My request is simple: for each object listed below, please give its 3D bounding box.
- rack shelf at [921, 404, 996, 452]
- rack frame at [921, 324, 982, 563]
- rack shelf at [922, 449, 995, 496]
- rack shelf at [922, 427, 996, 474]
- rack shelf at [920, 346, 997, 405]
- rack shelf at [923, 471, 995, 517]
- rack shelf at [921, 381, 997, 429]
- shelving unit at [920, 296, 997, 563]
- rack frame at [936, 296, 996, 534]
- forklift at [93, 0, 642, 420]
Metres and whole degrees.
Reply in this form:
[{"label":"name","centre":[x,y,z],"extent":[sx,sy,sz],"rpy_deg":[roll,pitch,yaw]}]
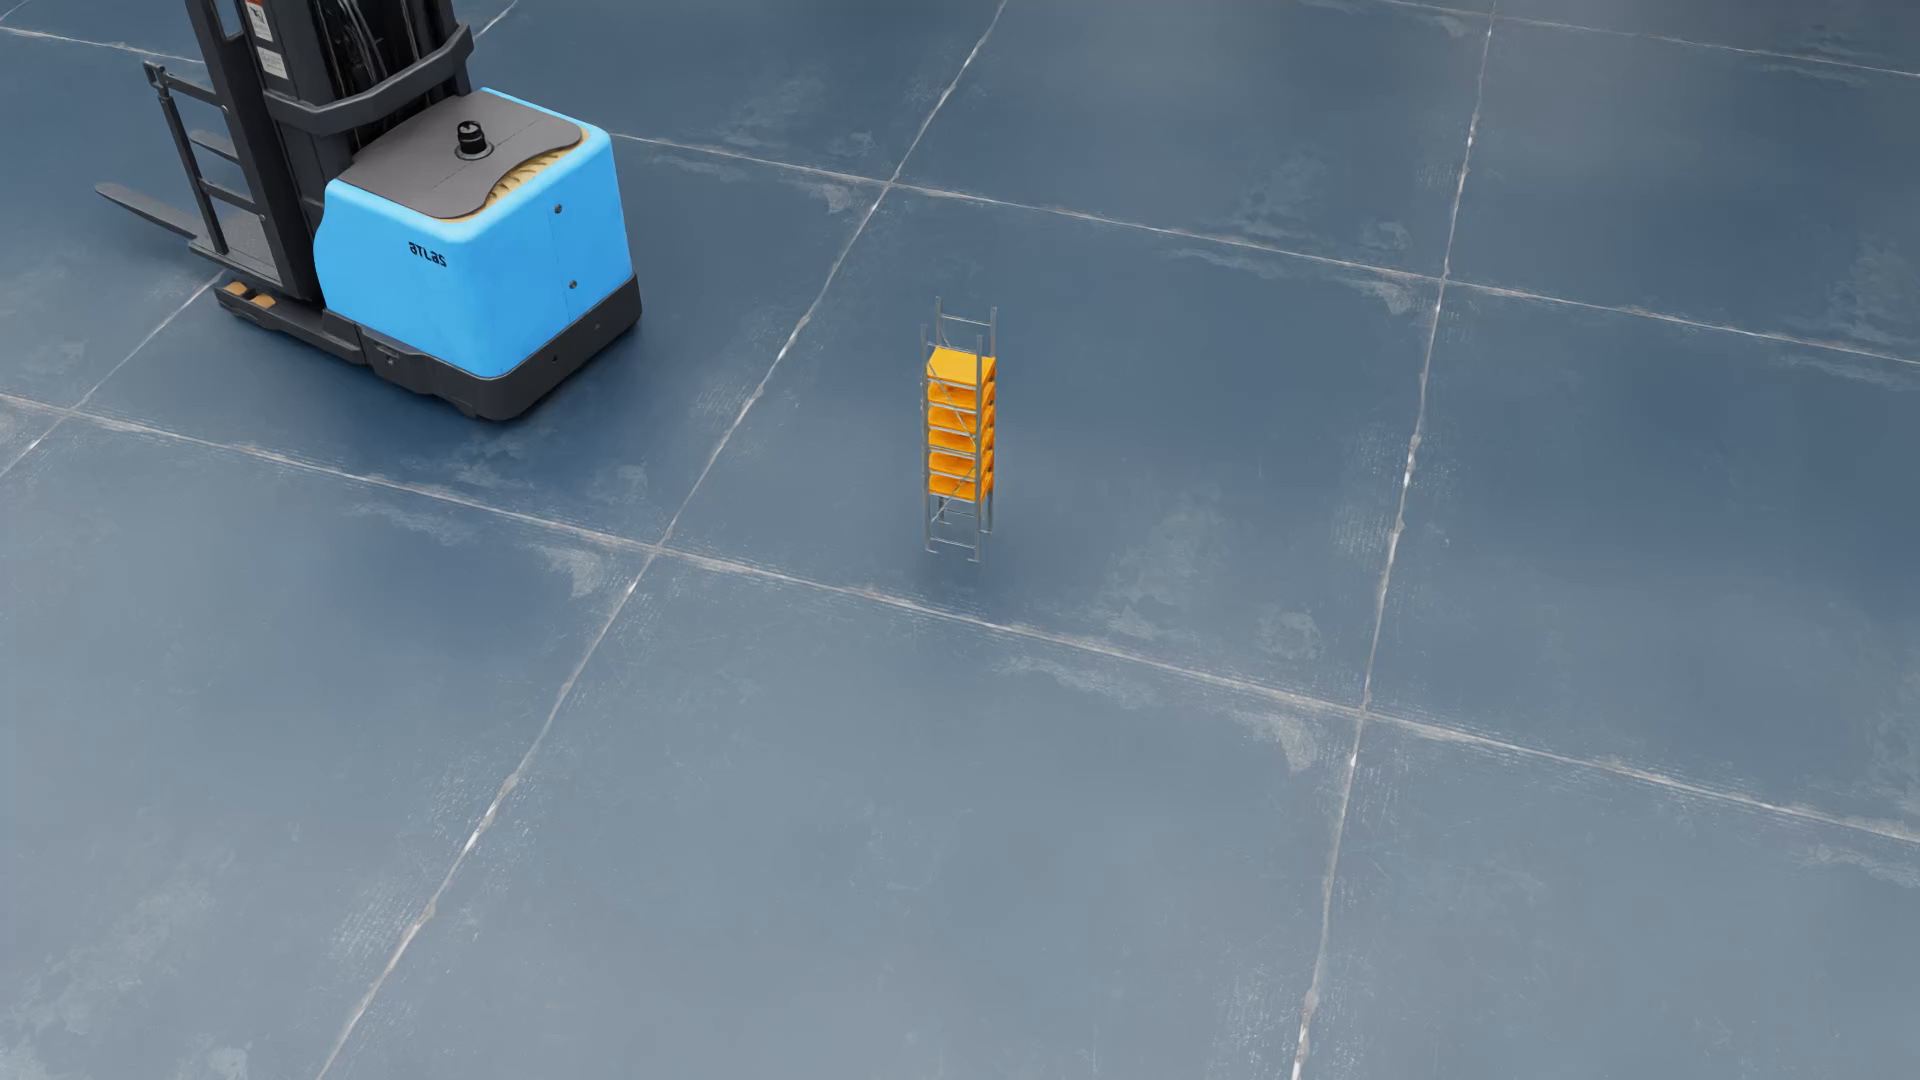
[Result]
[{"label":"rack shelf","centre":[-0.004,-0.473,6.667],"extent":[0.258,0.103,0.180],"rpy_deg":[13,46,12]},{"label":"rack frame","centre":[-0.032,-0.358,6.657],"extent":[0.240,1.200,0.006],"rpy_deg":[13,46,12]},{"label":"rack shelf","centre":[-0.004,-0.302,6.834],"extent":[0.258,0.103,0.180],"rpy_deg":[13,46,12]},{"label":"rack shelf","centre":[-0.004,-0.387,6.751],"extent":[0.258,0.103,0.180],"rpy_deg":[13,46,12]},{"label":"rack shelf","centre":[-0.004,-0.645,6.499],"extent":[0.258,0.103,0.180],"rpy_deg":[13,46,12]},{"label":"rack shelf","centre":[-0.004,-0.216,6.918],"extent":[0.258,0.103,0.180],"rpy_deg":[13,46,12]},{"label":"rack shelf","centre":[-0.004,-0.559,6.583],"extent":[0.258,0.103,0.180],"rpy_deg":[13,46,12]},{"label":"shelving unit","centre":[-0.004,-0.419,6.719],"extent":[0.258,1.200,0.189],"rpy_deg":[13,46,12]},{"label":"rack frame","centre":[0.023,-0.480,6.782],"extent":[0.240,1.200,0.006],"rpy_deg":[13,46,12]},{"label":"forklift","centre":[-3.088,-2.383,7.489],"extent":[3.031,2.935,1.130],"rpy_deg":[23,49,22]}]
